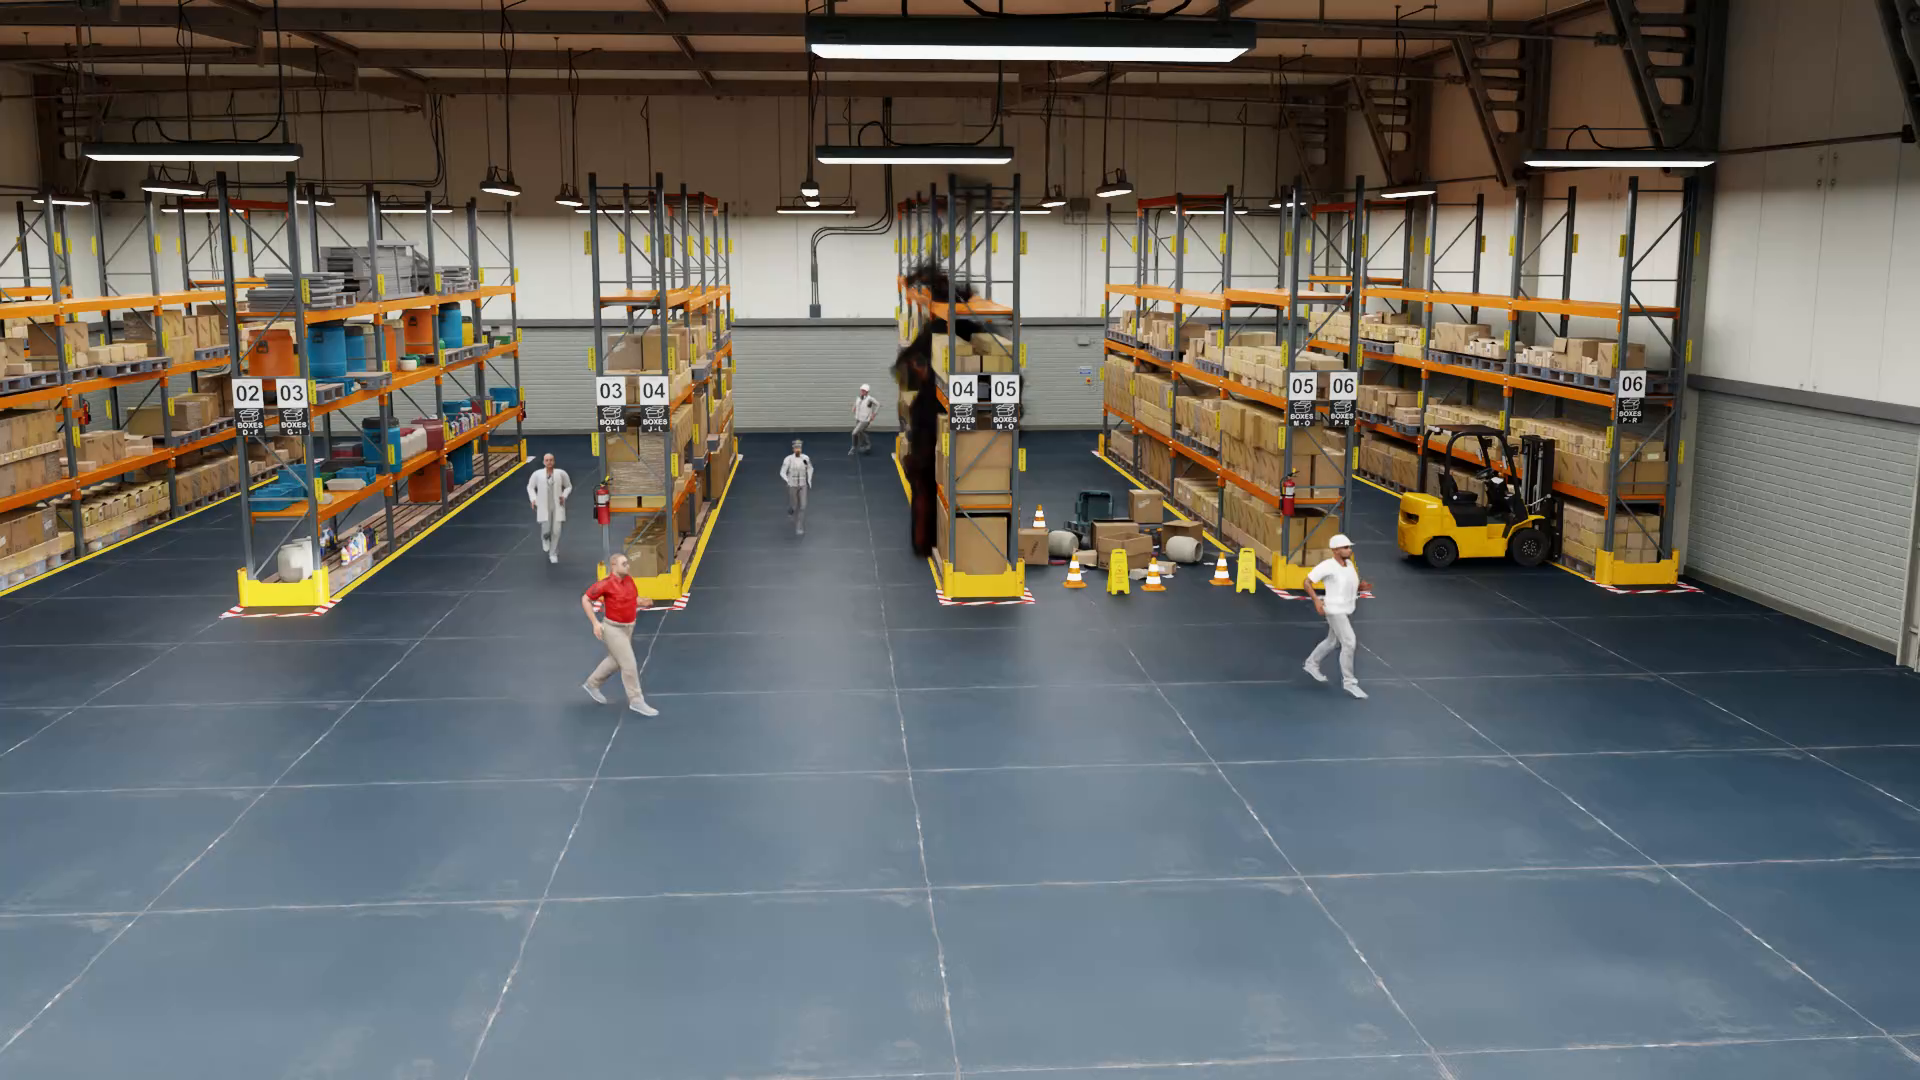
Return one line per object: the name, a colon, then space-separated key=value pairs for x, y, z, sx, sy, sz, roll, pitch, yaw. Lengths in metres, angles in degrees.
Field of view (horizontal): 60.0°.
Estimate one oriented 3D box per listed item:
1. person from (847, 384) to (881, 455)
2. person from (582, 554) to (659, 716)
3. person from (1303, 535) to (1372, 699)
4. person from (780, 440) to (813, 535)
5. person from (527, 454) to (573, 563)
person: x=-2.330 y=-2.926 z=40.449 sx=0.764 sy=1.760 sz=0.788 roll=-10 pitch=14 yaw=-43
person: x=-3.700 y=1.001 z=17.940 sx=0.969 sy=1.742 sz=0.652 roll=3 pitch=11 yaw=17
person: x=4.282 y=0.831 z=18.818 sx=0.879 sy=1.803 sz=0.682 roll=8 pitch=13 yaw=39
person: x=-2.880 y=-0.963 z=29.414 sx=0.607 sy=1.663 sz=0.769 roll=-3 pitch=10 yaw=-17
person: x=-6.578 y=-0.523 z=26.733 sx=0.709 sy=1.737 sz=0.640 roll=-3 pitch=10 yaw=-16
